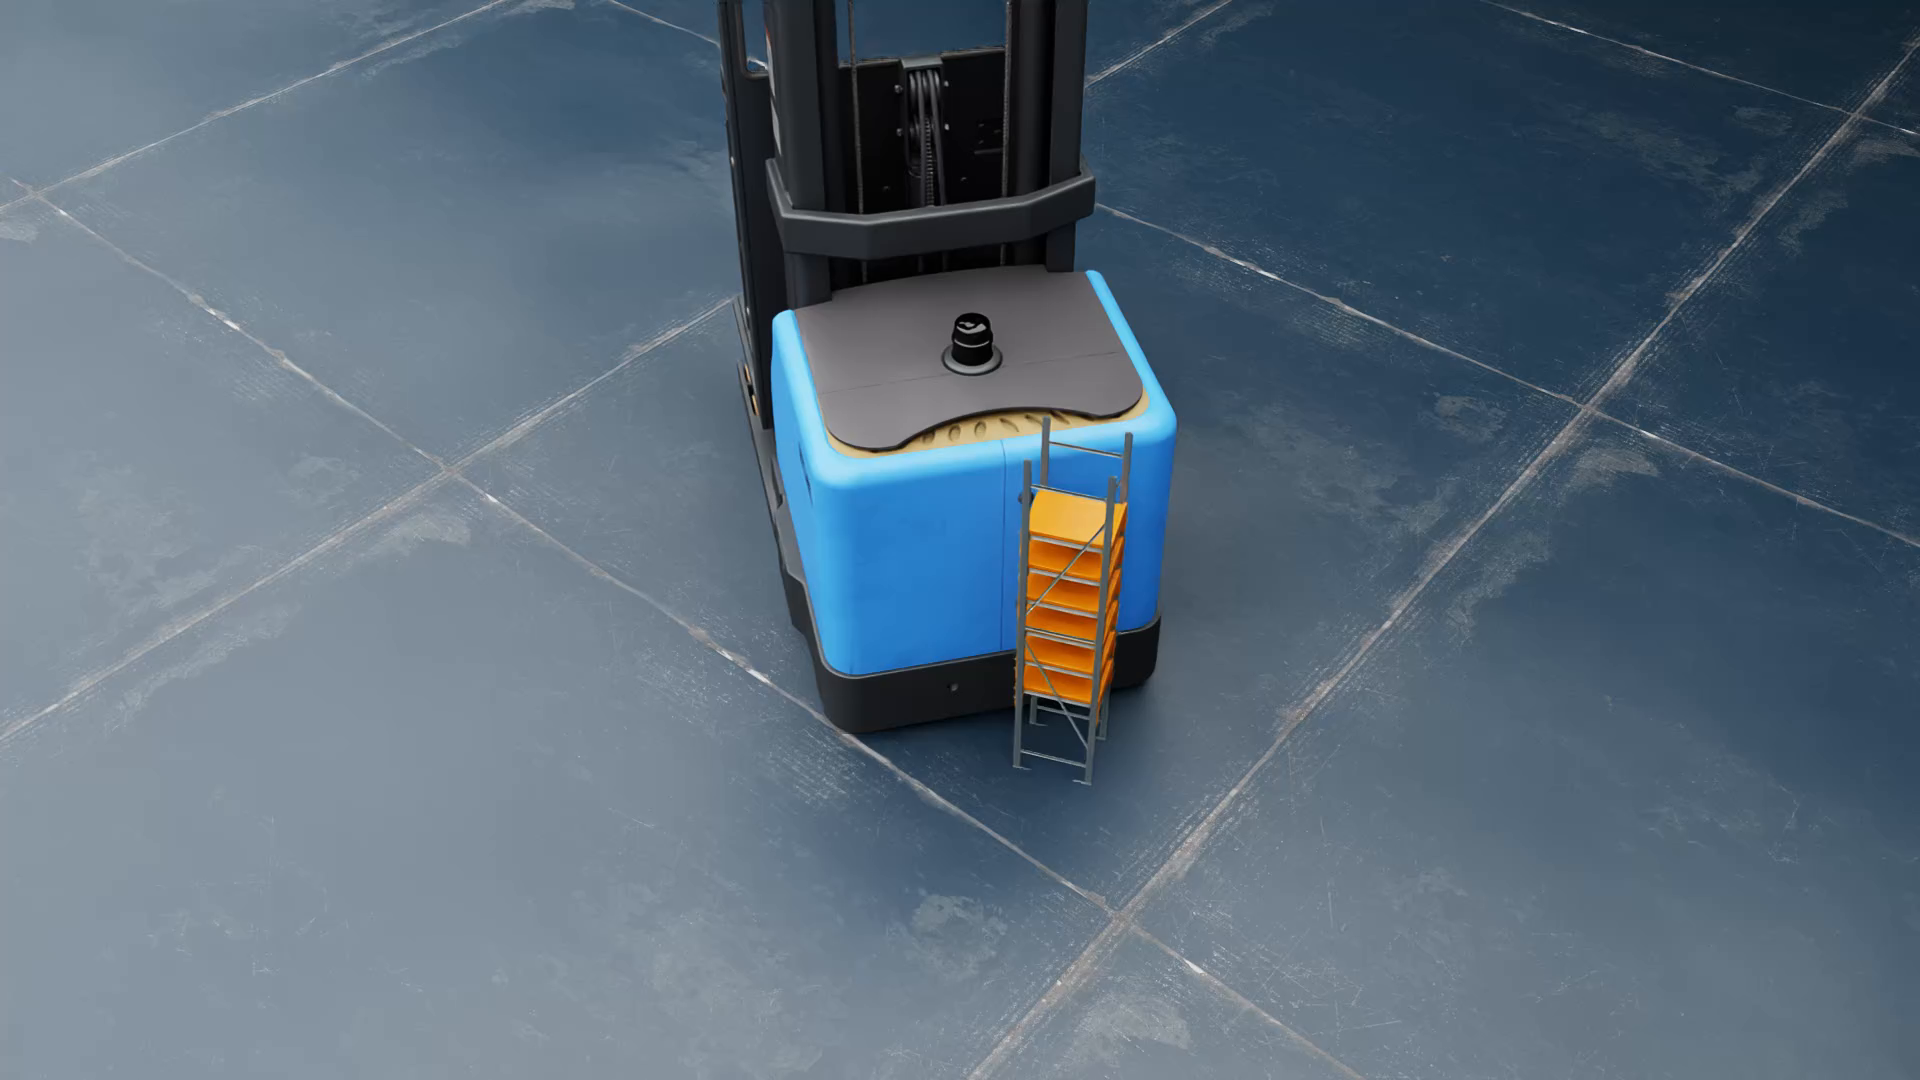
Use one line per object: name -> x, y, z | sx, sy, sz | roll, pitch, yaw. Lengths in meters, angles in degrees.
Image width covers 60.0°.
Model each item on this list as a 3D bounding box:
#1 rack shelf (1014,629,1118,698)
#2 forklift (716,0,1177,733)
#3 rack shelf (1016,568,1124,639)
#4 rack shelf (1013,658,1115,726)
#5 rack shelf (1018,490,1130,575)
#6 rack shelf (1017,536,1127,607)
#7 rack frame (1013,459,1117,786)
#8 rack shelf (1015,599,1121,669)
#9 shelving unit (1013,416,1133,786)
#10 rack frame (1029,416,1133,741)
rack shelf -> 0.303, 0.326, 4.744 | 0.258, 0.103, 0.180 | 12, 44, 13
forklift -> -0.219, -1.508, 5.230 | 1.130, 2.935, 3.031 | -9, 43, -10
rack shelf -> 0.303, 0.149, 4.582 | 0.258, 0.103, 0.180 | 12, 44, 13
rack shelf -> 0.303, 0.415, 4.825 | 0.258, 0.103, 0.180 | 12, 44, 13
rack shelf -> 0.303, -0.029, 4.420 | 0.258, 0.103, 0.180 | 12, 44, 13
rack shelf -> 0.303, 0.060, 4.501 | 0.258, 0.103, 0.180 | 12, 44, 13
rack frame -> 0.276, 0.263, 4.568 | 0.240, 1.200, 0.006 | 12, 44, 13
rack shelf -> 0.303, 0.237, 4.663 | 0.258, 0.103, 0.180 | 12, 44, 13
shelving unit -> 0.303, 0.204, 4.633 | 0.258, 1.200, 0.189 | 12, 44, 13
rack frame -> 0.330, 0.146, 4.698 | 0.240, 1.200, 0.006 | 12, 44, 13
